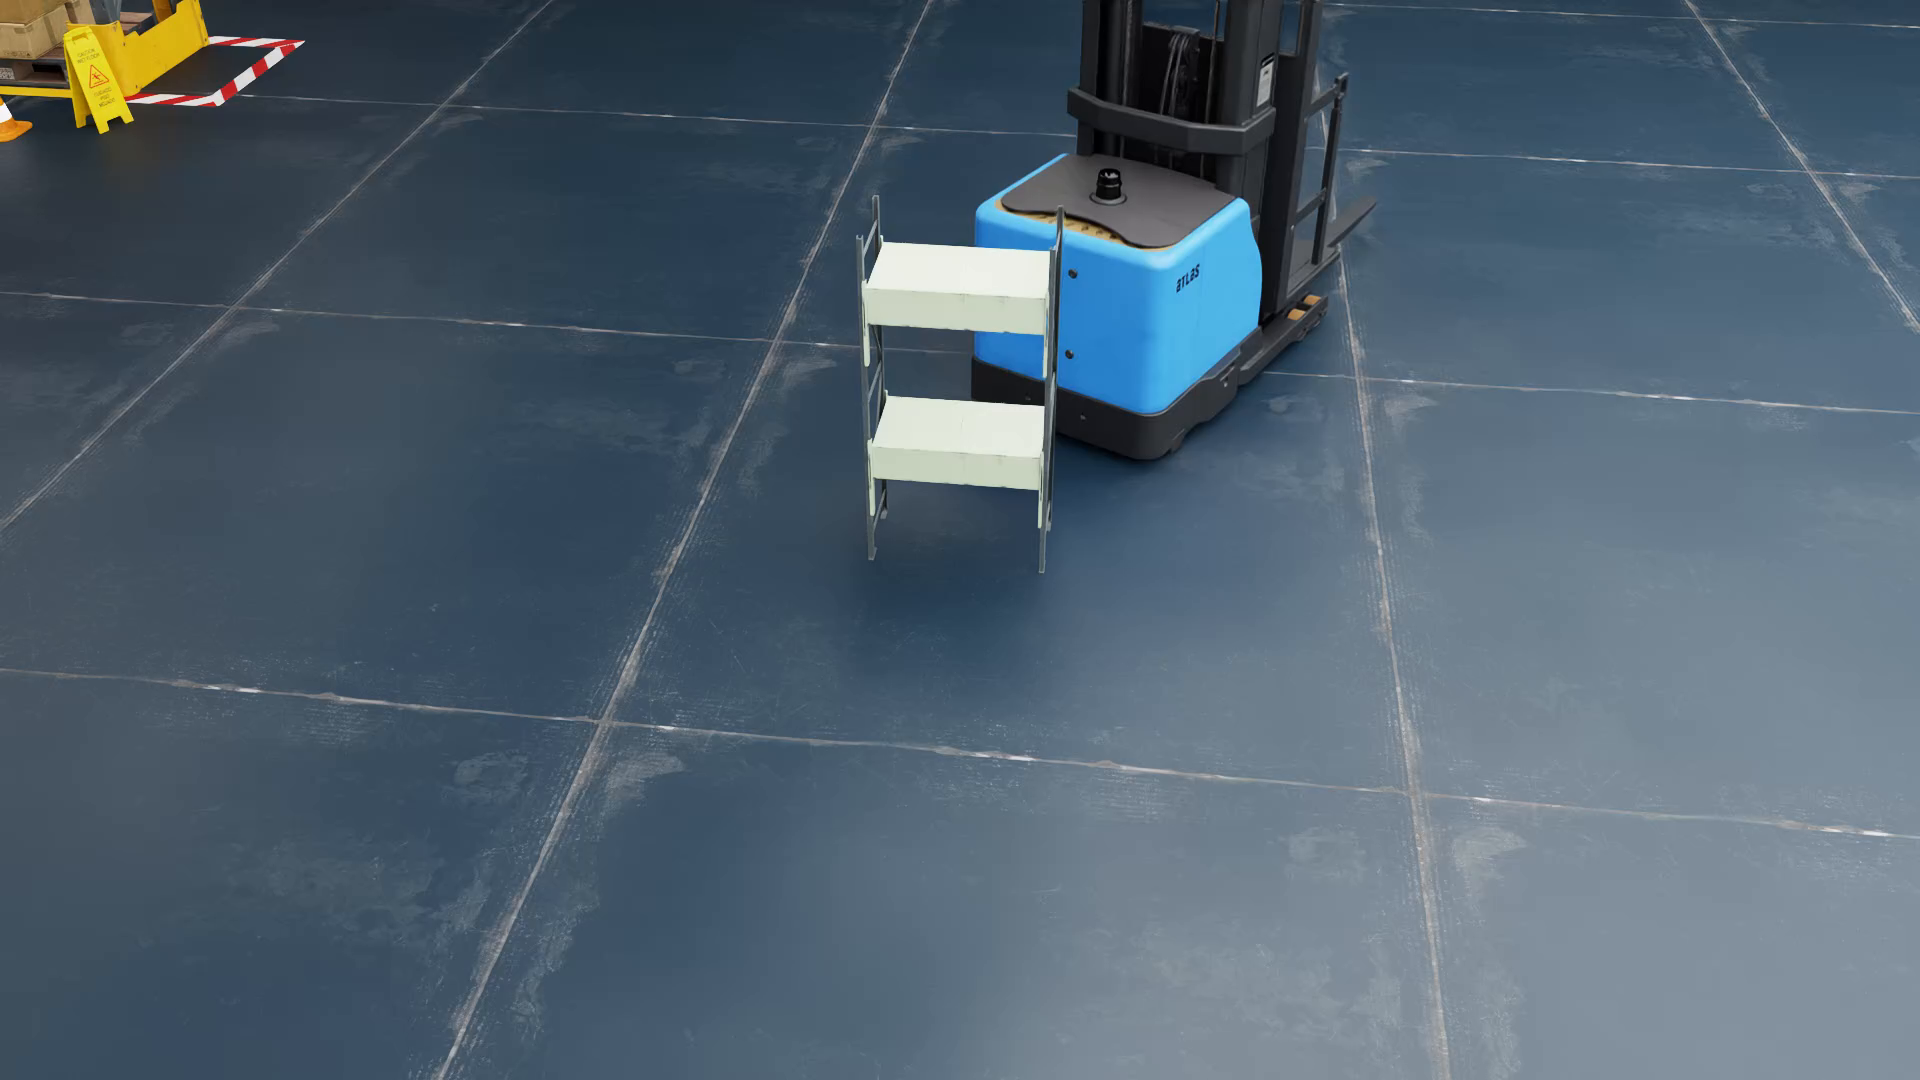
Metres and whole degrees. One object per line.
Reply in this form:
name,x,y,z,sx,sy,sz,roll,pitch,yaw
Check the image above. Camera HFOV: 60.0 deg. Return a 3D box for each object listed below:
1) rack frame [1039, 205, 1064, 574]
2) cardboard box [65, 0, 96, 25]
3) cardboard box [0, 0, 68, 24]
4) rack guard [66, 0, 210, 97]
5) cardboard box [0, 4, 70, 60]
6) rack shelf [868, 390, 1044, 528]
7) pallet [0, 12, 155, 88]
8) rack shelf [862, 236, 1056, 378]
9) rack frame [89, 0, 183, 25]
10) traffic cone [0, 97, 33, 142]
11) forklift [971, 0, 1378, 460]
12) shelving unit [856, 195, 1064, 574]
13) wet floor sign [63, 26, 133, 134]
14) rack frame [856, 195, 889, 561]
rack frame,0.370,-0.583,6.776,0.023,1.500,0.400,4,36,6
cardboard box,-6.552,-3.912,12.155,0.500,0.250,0.500,4,36,6
cardboard box,-6.615,-3.907,11.503,0.500,0.500,0.500,4,36,6
rack guard,-5.863,-3.630,11.905,0.348,0.500,1.175,4,36,6
cardboard box,-6.647,-3.600,11.717,0.500,0.250,0.500,4,36,6
rack shelf,0.007,-0.345,7.003,0.720,0.370,0.431,4,36,6
pallet,-6.664,-3.593,12.102,1.213,0.211,1.003,4,36,6
rack shelf,0.007,-0.928,6.587,0.720,0.370,0.431,4,36,6
rack frame,-5.787,-4.641,11.171,0.127,3.000,1.000,4,36,6
traffic cone,-6.378,-2.897,10.911,0.334,0.463,0.336,4,36,6
forklift,1.297,-2.376,8.056,1.130,2.935,3.031,22,41,27
shelving unit,0.007,-0.610,6.814,0.755,1.500,0.431,4,36,6
wet floor sign,-5.735,-3.053,10.972,0.232,0.644,0.267,17,39,22
rack frame,-0.356,-0.637,6.852,0.023,1.500,0.400,4,36,6
